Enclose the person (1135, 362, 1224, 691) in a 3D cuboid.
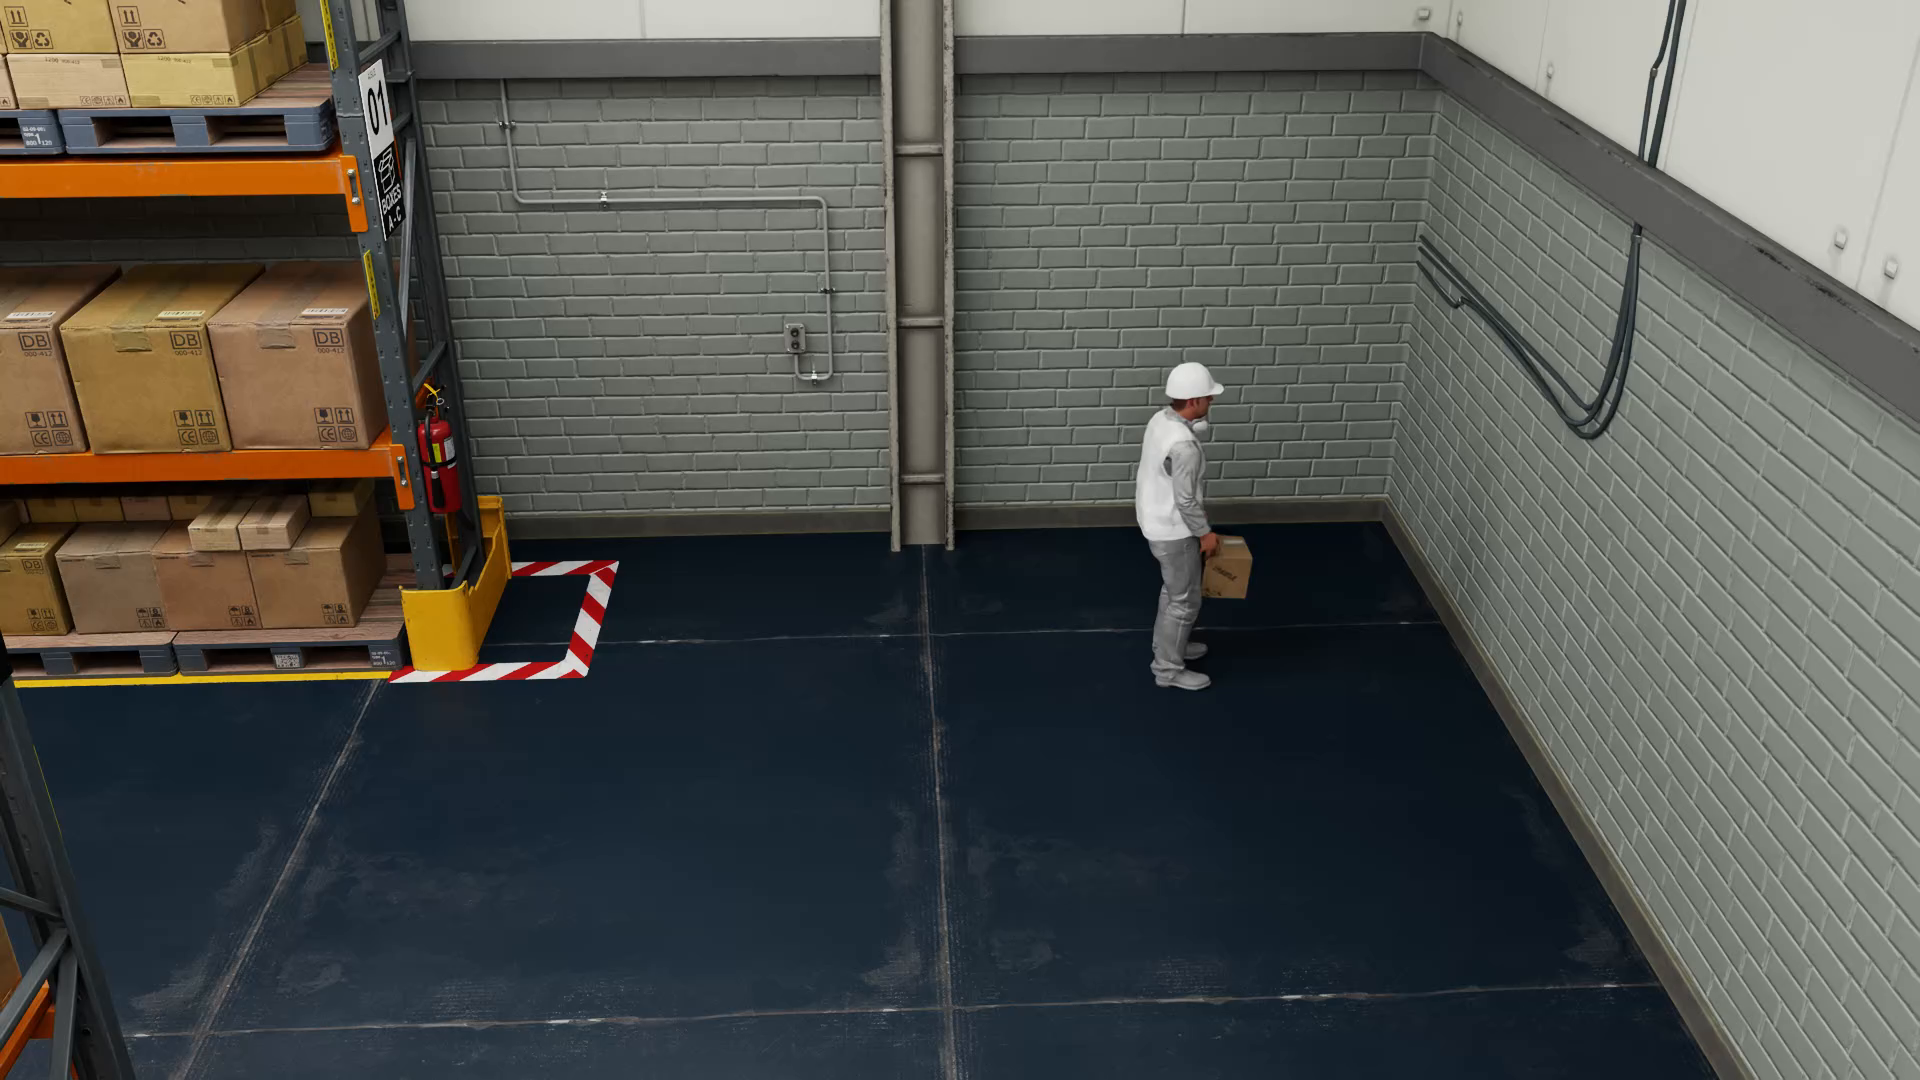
[{"bbox_3d":[1.155,-0.092,8.761,0.471,1.777,0.556,-2,27,-4],"label":"person"}]
